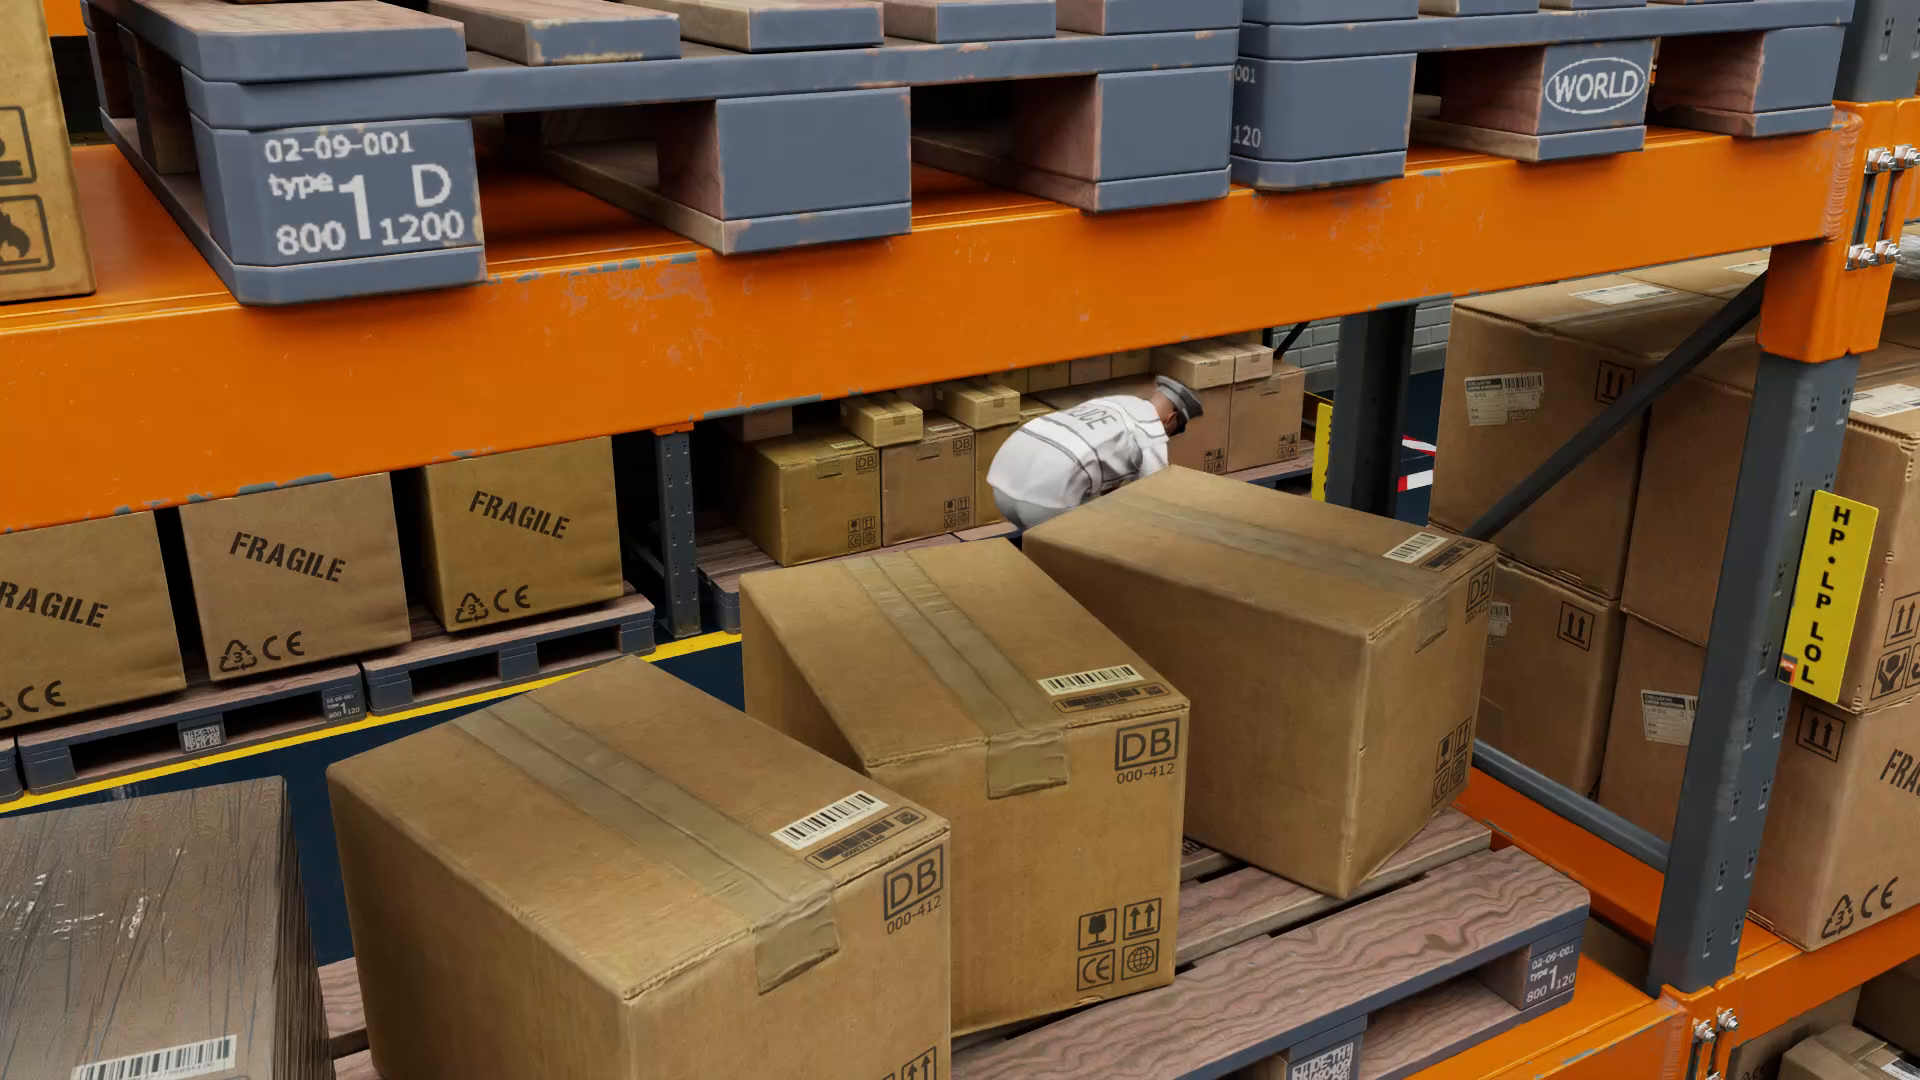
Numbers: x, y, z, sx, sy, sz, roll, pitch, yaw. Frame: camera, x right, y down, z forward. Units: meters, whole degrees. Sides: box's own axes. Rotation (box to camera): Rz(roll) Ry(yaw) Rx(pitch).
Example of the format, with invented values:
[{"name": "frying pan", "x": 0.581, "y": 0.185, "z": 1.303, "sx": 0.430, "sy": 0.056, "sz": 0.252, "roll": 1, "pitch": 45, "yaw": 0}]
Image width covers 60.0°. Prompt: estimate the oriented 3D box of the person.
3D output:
[{"name": "person", "x": 0.597, "y": -0.085, "z": 7.112, "sx": 1.030, "sy": 1.151, "sz": 0.519, "roll": -14, "pitch": 25, "yaw": -31}]
